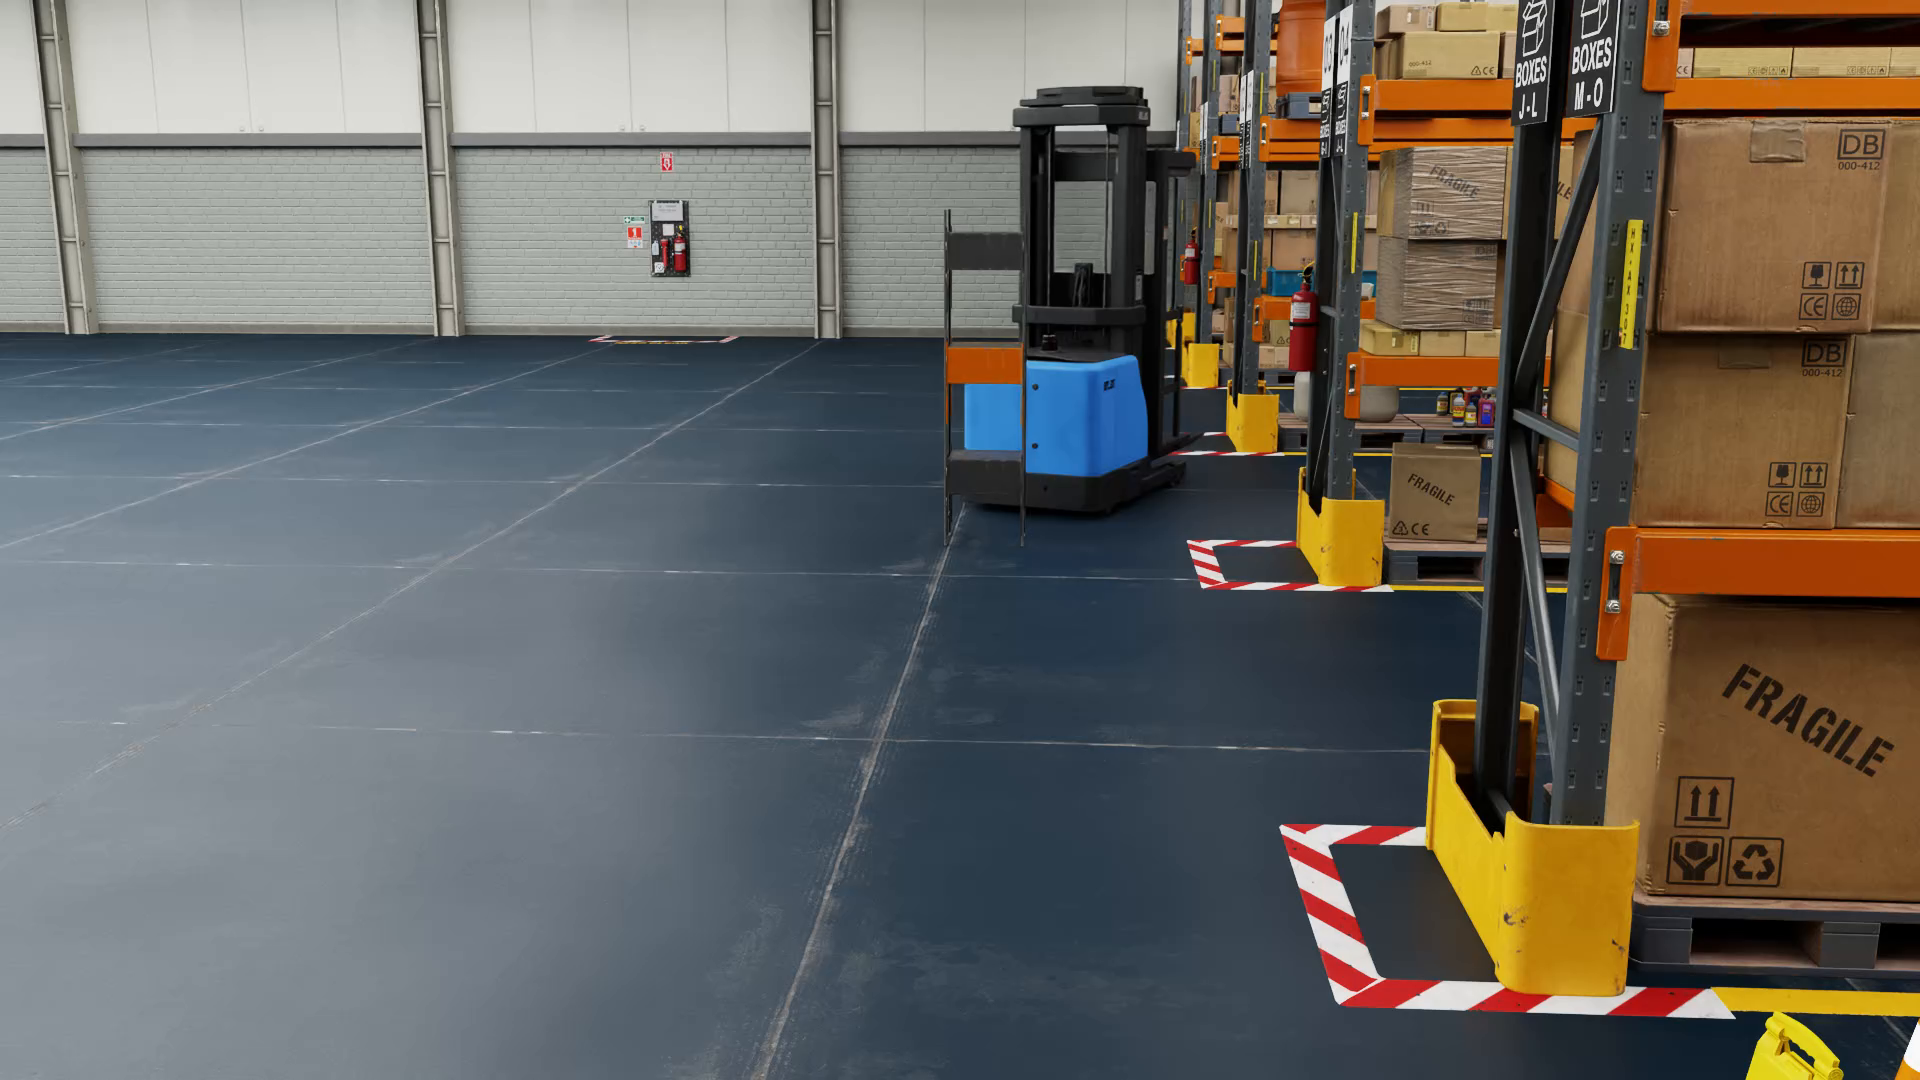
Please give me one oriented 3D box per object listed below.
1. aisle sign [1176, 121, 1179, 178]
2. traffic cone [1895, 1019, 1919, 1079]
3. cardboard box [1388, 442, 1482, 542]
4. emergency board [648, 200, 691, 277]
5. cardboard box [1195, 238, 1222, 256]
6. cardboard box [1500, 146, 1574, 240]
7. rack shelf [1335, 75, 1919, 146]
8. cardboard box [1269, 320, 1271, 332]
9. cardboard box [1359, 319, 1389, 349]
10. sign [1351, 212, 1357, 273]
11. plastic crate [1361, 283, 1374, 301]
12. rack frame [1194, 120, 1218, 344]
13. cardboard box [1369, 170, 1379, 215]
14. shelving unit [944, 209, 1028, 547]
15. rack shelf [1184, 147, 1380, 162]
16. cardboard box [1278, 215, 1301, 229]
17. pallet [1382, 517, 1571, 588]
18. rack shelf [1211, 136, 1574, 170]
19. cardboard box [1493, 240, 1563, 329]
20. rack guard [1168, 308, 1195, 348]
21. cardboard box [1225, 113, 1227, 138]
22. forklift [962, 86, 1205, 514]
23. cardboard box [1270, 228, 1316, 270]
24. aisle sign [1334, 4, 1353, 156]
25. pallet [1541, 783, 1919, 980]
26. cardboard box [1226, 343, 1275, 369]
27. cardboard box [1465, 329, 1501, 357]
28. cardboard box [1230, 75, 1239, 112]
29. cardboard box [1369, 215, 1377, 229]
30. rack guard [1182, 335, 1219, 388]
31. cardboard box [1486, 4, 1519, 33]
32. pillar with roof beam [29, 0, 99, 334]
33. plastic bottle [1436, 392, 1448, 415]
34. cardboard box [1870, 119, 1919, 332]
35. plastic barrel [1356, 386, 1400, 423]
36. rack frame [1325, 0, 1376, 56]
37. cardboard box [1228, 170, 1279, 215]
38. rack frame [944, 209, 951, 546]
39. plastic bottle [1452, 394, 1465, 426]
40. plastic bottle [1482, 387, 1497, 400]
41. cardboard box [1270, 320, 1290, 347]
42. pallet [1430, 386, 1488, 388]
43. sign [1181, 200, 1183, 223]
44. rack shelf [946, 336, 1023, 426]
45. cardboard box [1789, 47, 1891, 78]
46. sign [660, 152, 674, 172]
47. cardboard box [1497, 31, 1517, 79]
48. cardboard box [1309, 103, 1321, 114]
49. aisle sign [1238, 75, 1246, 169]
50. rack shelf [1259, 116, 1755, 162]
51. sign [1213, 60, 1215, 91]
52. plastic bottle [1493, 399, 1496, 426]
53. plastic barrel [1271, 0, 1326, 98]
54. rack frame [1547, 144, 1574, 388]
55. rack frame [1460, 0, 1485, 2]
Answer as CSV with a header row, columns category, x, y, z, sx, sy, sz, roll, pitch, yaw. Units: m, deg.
category,x,y,z,sx,sy,sz,roll,pitch,yaw
aisle sign,3.104,-5.570,23.719,0.004,0.787,0.394,1,12,4
traffic cone,2.205,1.229,3.761,0.334,0.463,0.336,1,12,4
cardboard box,2.824,-0.292,9.916,0.500,0.500,0.500,3,12,14
emergency board,-4.498,-4.648,25.664,0.643,1.169,0.194,1,12,4
cardboard box,3.661,-4.222,23.944,0.500,0.250,0.500,0,12,2
cardboard box,3.231,-1.934,9.276,0.500,0.500,0.500,1,12,4
rack shelf,4.198,-2.410,9.396,4.000,0.370,1.077,1,12,4
cardboard box,4.449,-3.221,24.333,0.500,0.311,0.500,2,12,8
cardboard box,2.501,-1.237,9.969,0.250,0.149,0.380,1,12,4
sign,2.166,-1.635,9.142,0.005,0.325,0.100,1,12,4
plastic crate,3.405,-2.127,14.252,0.250,0.136,0.298,1,12,4
rack frame,2.868,-3.345,19.435,0.127,3.000,1.000,1,12,4
cardboard box,4.914,-4.000,19.152,0.500,0.500,0.700,1,12,4
shelving unit,0.165,-1.025,10.542,0.503,2.100,0.431,1,12,4
rack shelf,5.191,-5.446,23.909,4.000,0.370,1.077,1,12,4
cardboard box,3.758,-3.656,19.090,0.250,0.149,0.380,1,12,4
pallet,3.087,0.063,9.953,1.213,0.211,1.003,1,12,4
rack shelf,4.864,-4.434,19.071,4.000,0.370,1.077,1,12,4
cardboard box,3.256,-1.521,9.741,0.500,0.500,0.875,1,12,4
rack guard,3.271,-3.133,24.524,0.348,0.500,1.175,1,12,4
cardboard box,3.629,-5.930,24.174,0.500,0.500,0.500,2,12,8
forklift,1.107,-1.874,12.568,1.130,2.935,3.031,6,13,25
cardboard box,3.857,-3.379,19.352,0.500,0.500,0.700,1,12,5
aisle sign,2.121,-2.534,9.205,0.004,0.787,0.394,1,12,4
pallet,2.573,1.050,5.233,1.213,0.211,1.003,1,12,4
cardboard box,3.388,-2.152,19.421,0.500,0.250,0.500,1,12,4
cardboard box,2.968,-1.132,9.469,0.250,0.149,0.380,1,12,4
cardboard box,4.061,-6.302,23.507,0.500,0.500,0.500,1,12,3
cardboard box,4.779,-3.641,19.021,0.250,0.149,0.380,1,12,4
rack guard,2.844,-2.122,19.693,0.348,0.500,1.175,1,12,4
cardboard box,2.974,-2.859,9.176,0.250,0.149,0.380,1,12,3
pillar with roof beam,-14.296,-6.828,21.431,0.400,9.000,9.100,1,12,4
plastic bottle,4.395,-1.244,15.147,0.097,0.201,0.097,0,12,0
cardboard box,2.693,-0.910,4.789,0.550,0.550,0.875,1,12,4
plastic barrel,3.695,-1.321,14.808,0.421,0.512,0.421,0,12,0
rack frame,2.202,-4.258,9.146,0.127,3.000,1.000,1,12,4
cardboard box,3.386,-4.020,19.245,0.500,0.500,0.700,1,12,4
rack frame,-0.078,-1.029,10.558,0.015,2.100,0.400,1,12,4
plastic bottle,4.322,-1.125,14.409,0.097,0.271,0.097,0,12,0
plastic bottle,4.783,-1.269,15.087,0.135,0.276,0.152,0,12,2
cardboard box,3.887,-2.513,19.314,0.500,0.500,0.500,1,12,4
pallet,6.069,-1.945,19.552,1.213,0.211,1.003,1,12,4
sign,3.159,-4.670,23.655,0.005,0.325,0.100,1,12,4
rack shelf,0.165,-1.012,10.545,0.480,0.518,0.431,1,12,4
cardboard box,4.692,-2.630,9.054,0.500,0.250,0.500,1,12,3
sign,-4.499,-5.803,25.524,0.199,0.298,0.001,1,12,4
cardboard box,3.181,-2.651,9.157,0.500,0.250,0.500,1,12,2
cardboard box,4.030,-4.913,18.847,0.250,0.149,0.380,1,12,4
aisle sign,2.481,-3.668,14.626,0.004,0.787,0.394,1,12,4
rack shelf,4.529,-3.422,14.233,4.000,0.370,1.077,1,12,4
sign,2.825,-5.167,18.489,0.005,0.325,0.100,1,12,4
plastic bottle,4.664,-1.120,14.387,0.097,0.271,0.097,0,12,0
plastic barrel,3.027,-4.237,14.296,0.708,0.830,0.600,1,12,4
rack frame,6.859,-3.291,19.173,0.127,3.000,1.000,1,12,4
rack frame,7.187,-7.239,23.397,0.127,3.000,1.000,1,12,4
